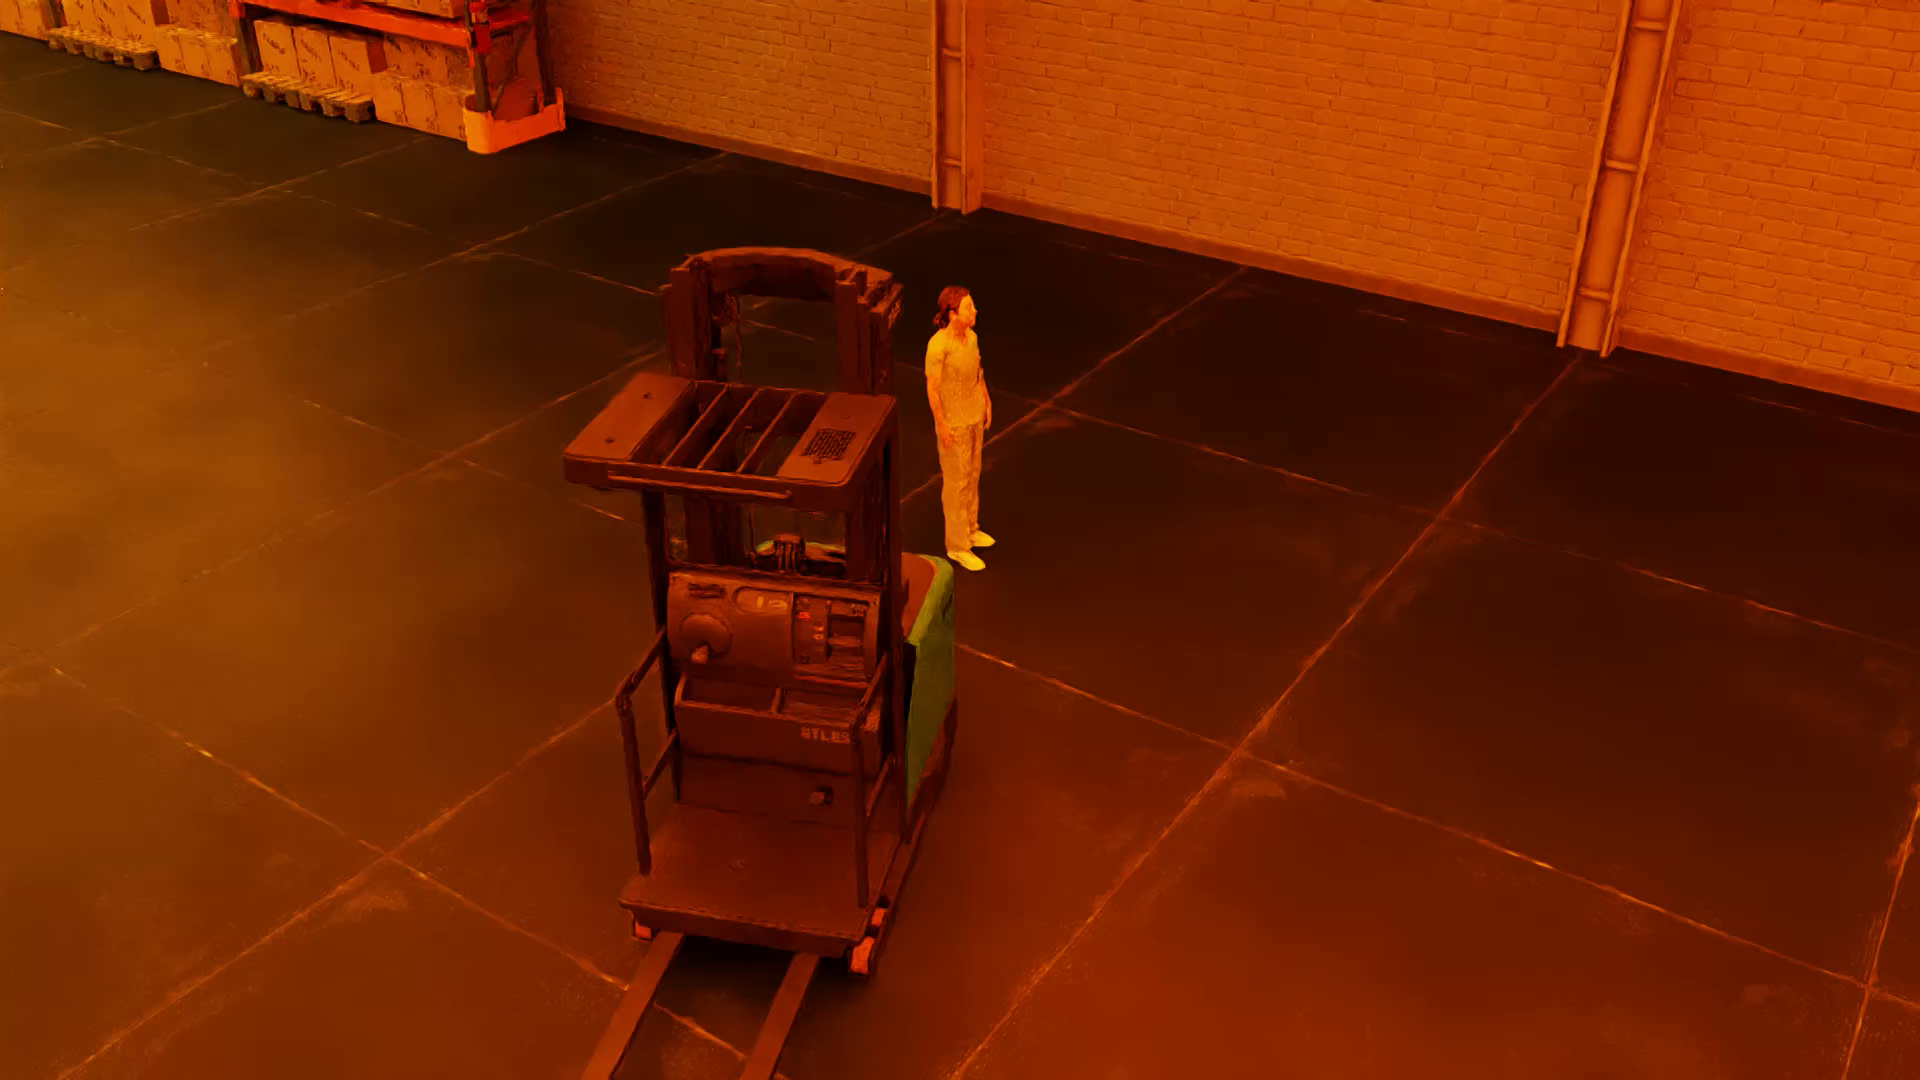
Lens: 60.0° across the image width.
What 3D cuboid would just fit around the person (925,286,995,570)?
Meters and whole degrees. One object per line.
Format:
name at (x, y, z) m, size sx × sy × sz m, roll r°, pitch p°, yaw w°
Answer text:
person at (0.054, -0.705, 10.030) m, size 0.548 × 1.674 × 0.550 m, roll 19°, pitch 35°, yaw 29°

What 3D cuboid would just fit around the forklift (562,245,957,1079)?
forklift at (-0.838, 0.414, 6.868) m, size 1.130 × 2.935 × 3.031 m, roll 6°, pitch 31°, yaw 11°
